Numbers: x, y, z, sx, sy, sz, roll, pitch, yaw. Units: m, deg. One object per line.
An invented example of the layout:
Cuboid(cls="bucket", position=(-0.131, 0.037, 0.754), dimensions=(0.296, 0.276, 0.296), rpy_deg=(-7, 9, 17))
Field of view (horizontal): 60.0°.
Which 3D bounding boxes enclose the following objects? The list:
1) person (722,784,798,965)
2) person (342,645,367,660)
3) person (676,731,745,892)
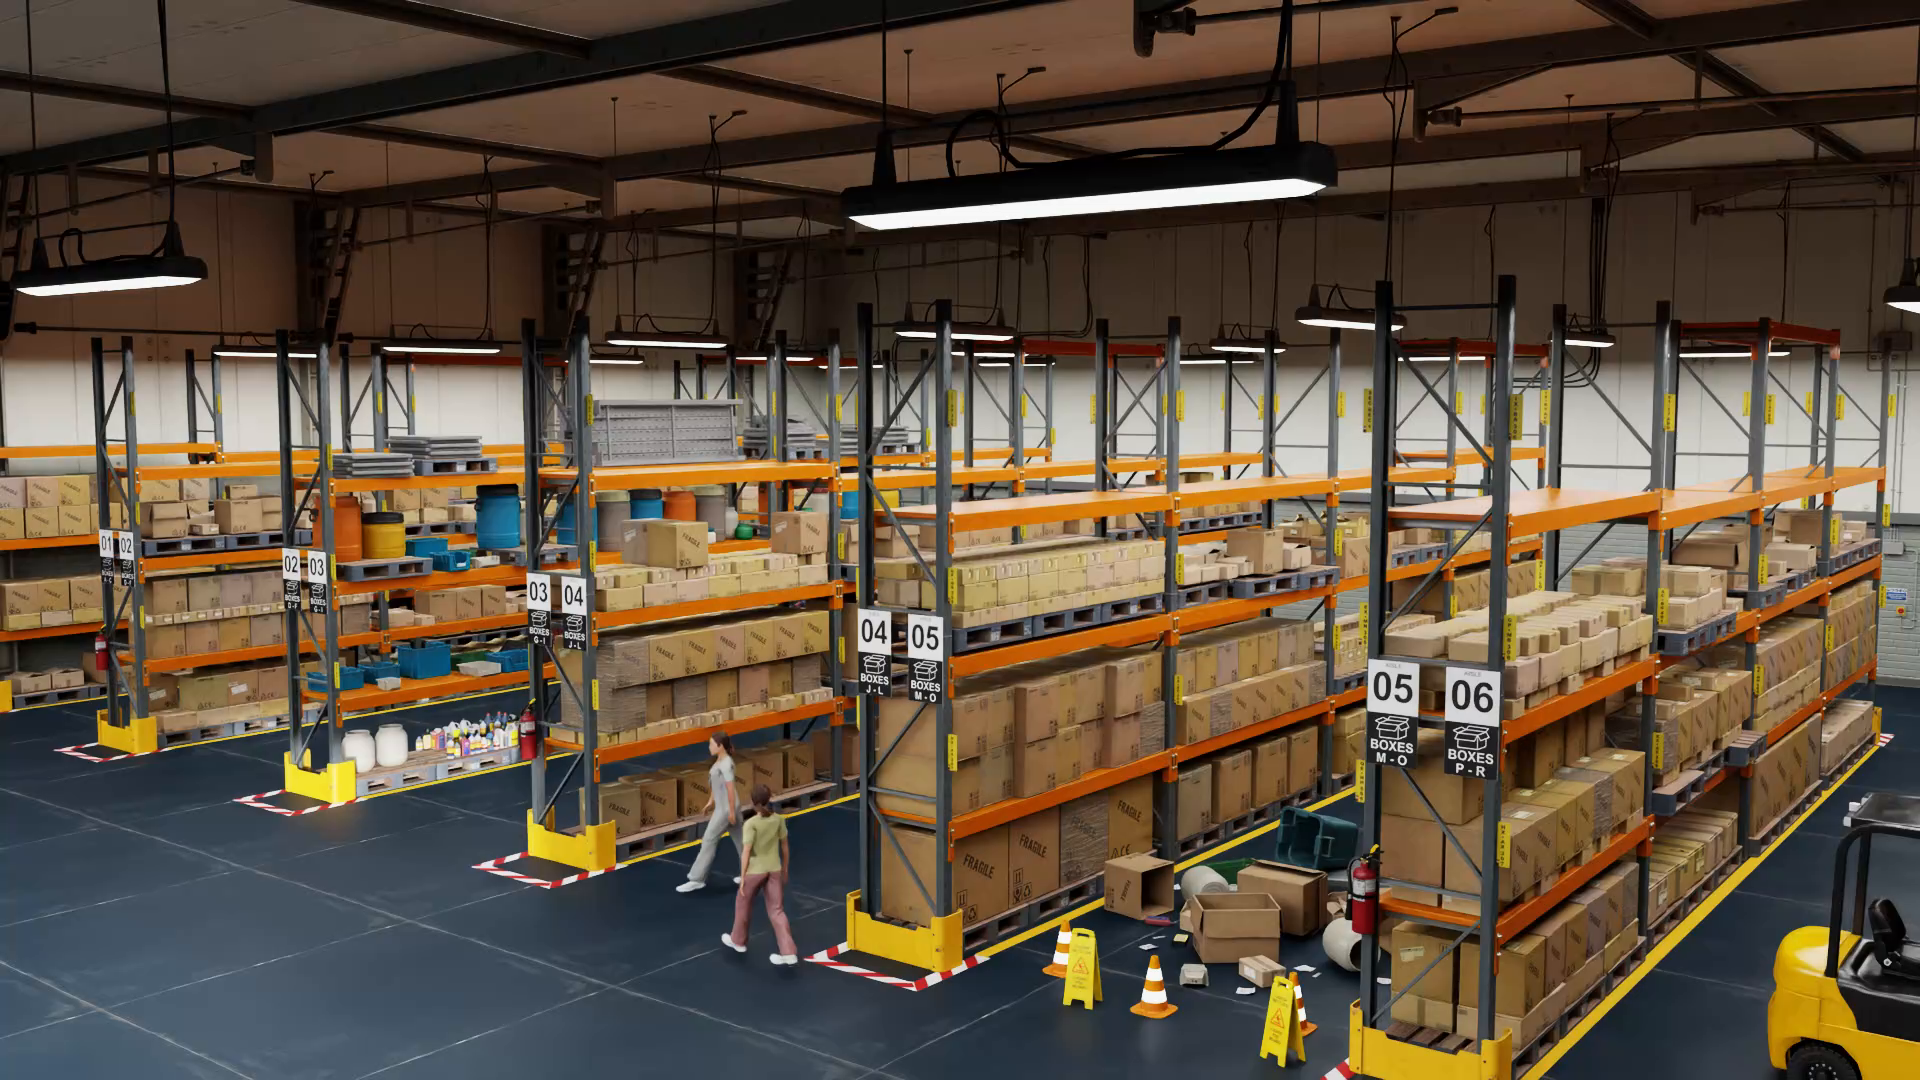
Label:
Cuboid(cls="person", position=(-1.821, 3.032, 15.192), dimensions=(0.544, 1.615, 1.041), rpy_deg=(-3, 6, -33))
Cuboid(cls="person", position=(-11.175, 1.683, 30.590), dimensions=(0.507, 1.683, 0.689), rpy_deg=(1, 5, 12))
Cuboid(cls="person", position=(-2.516, 2.811, 17.405), dimensions=(0.894, 1.631, 0.486), rpy_deg=(0, 5, -5))
